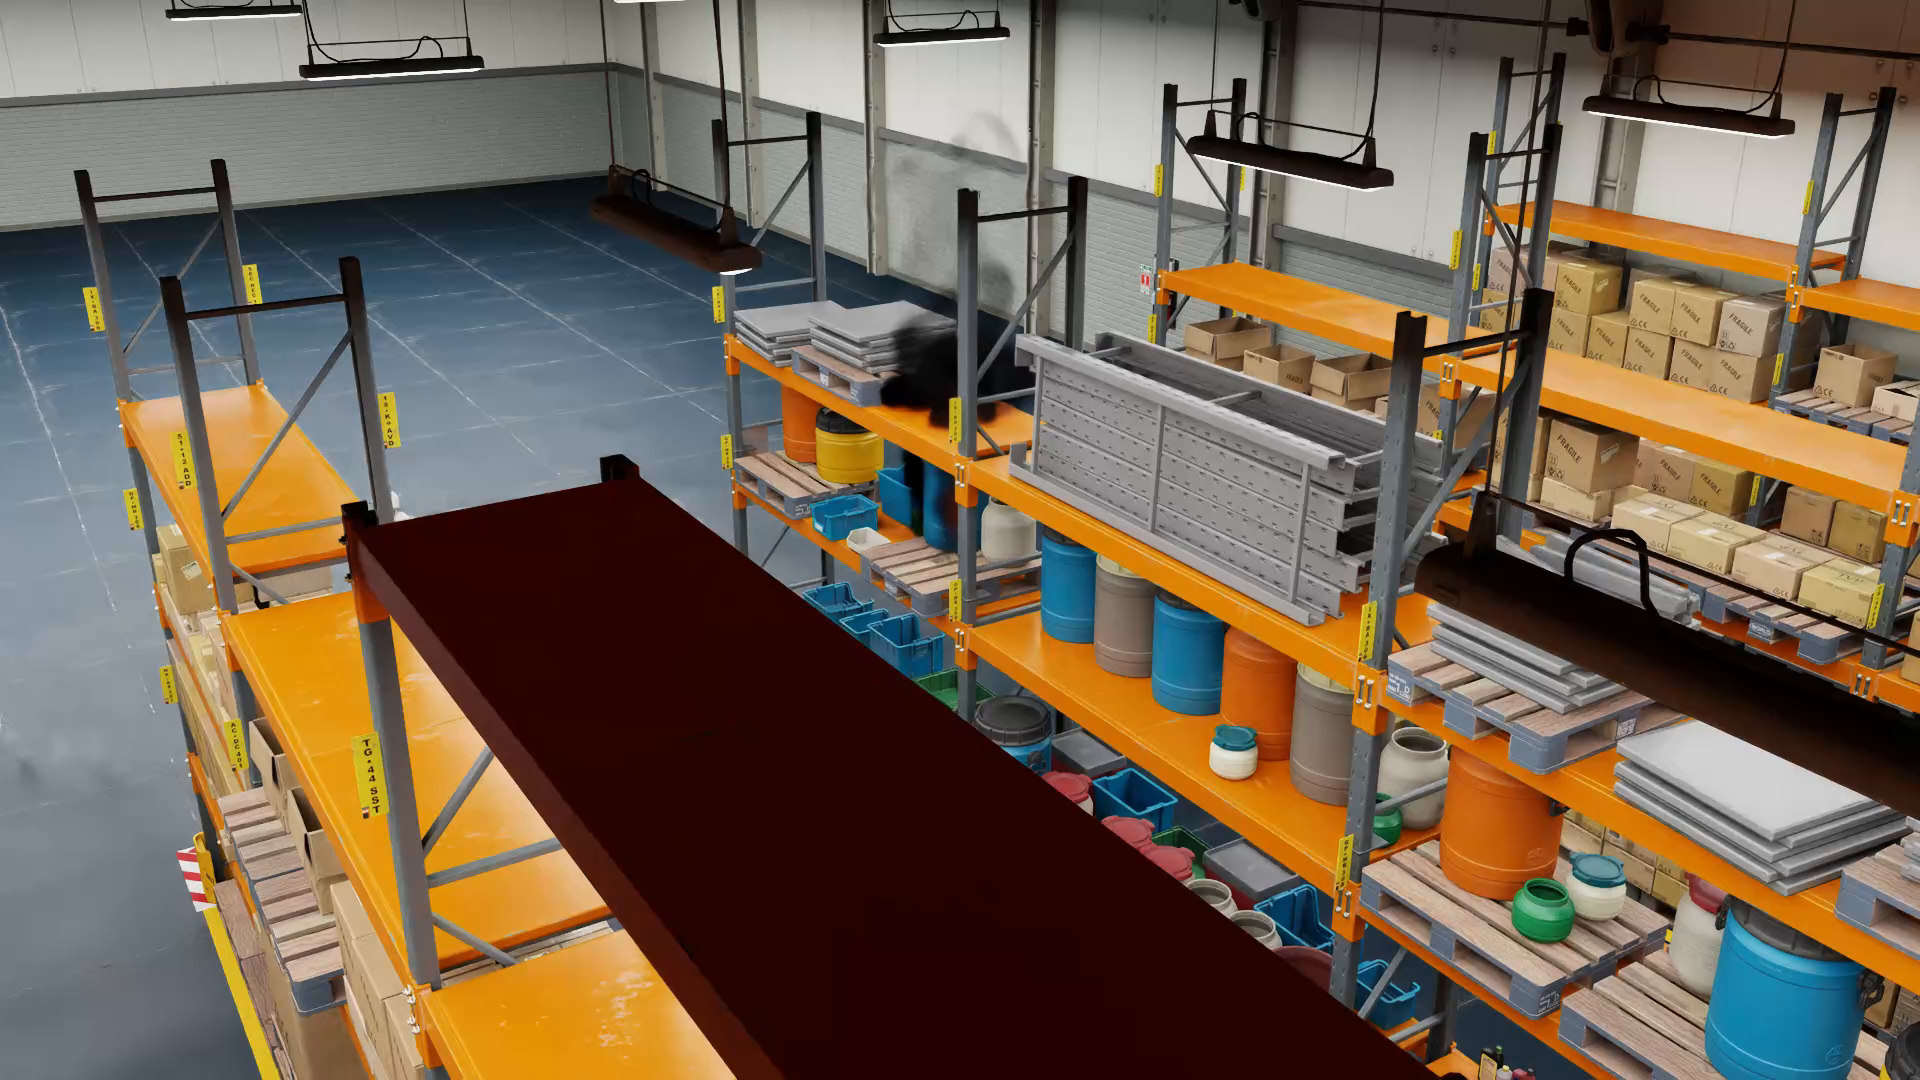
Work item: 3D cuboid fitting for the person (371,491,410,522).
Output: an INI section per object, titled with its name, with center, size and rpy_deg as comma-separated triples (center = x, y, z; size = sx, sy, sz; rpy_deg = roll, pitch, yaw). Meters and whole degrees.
[person]
center = -6.143, 0.298, 18.274
size = 0.805, 1.760, 0.681
rpy_deg = 1, 22, 2
